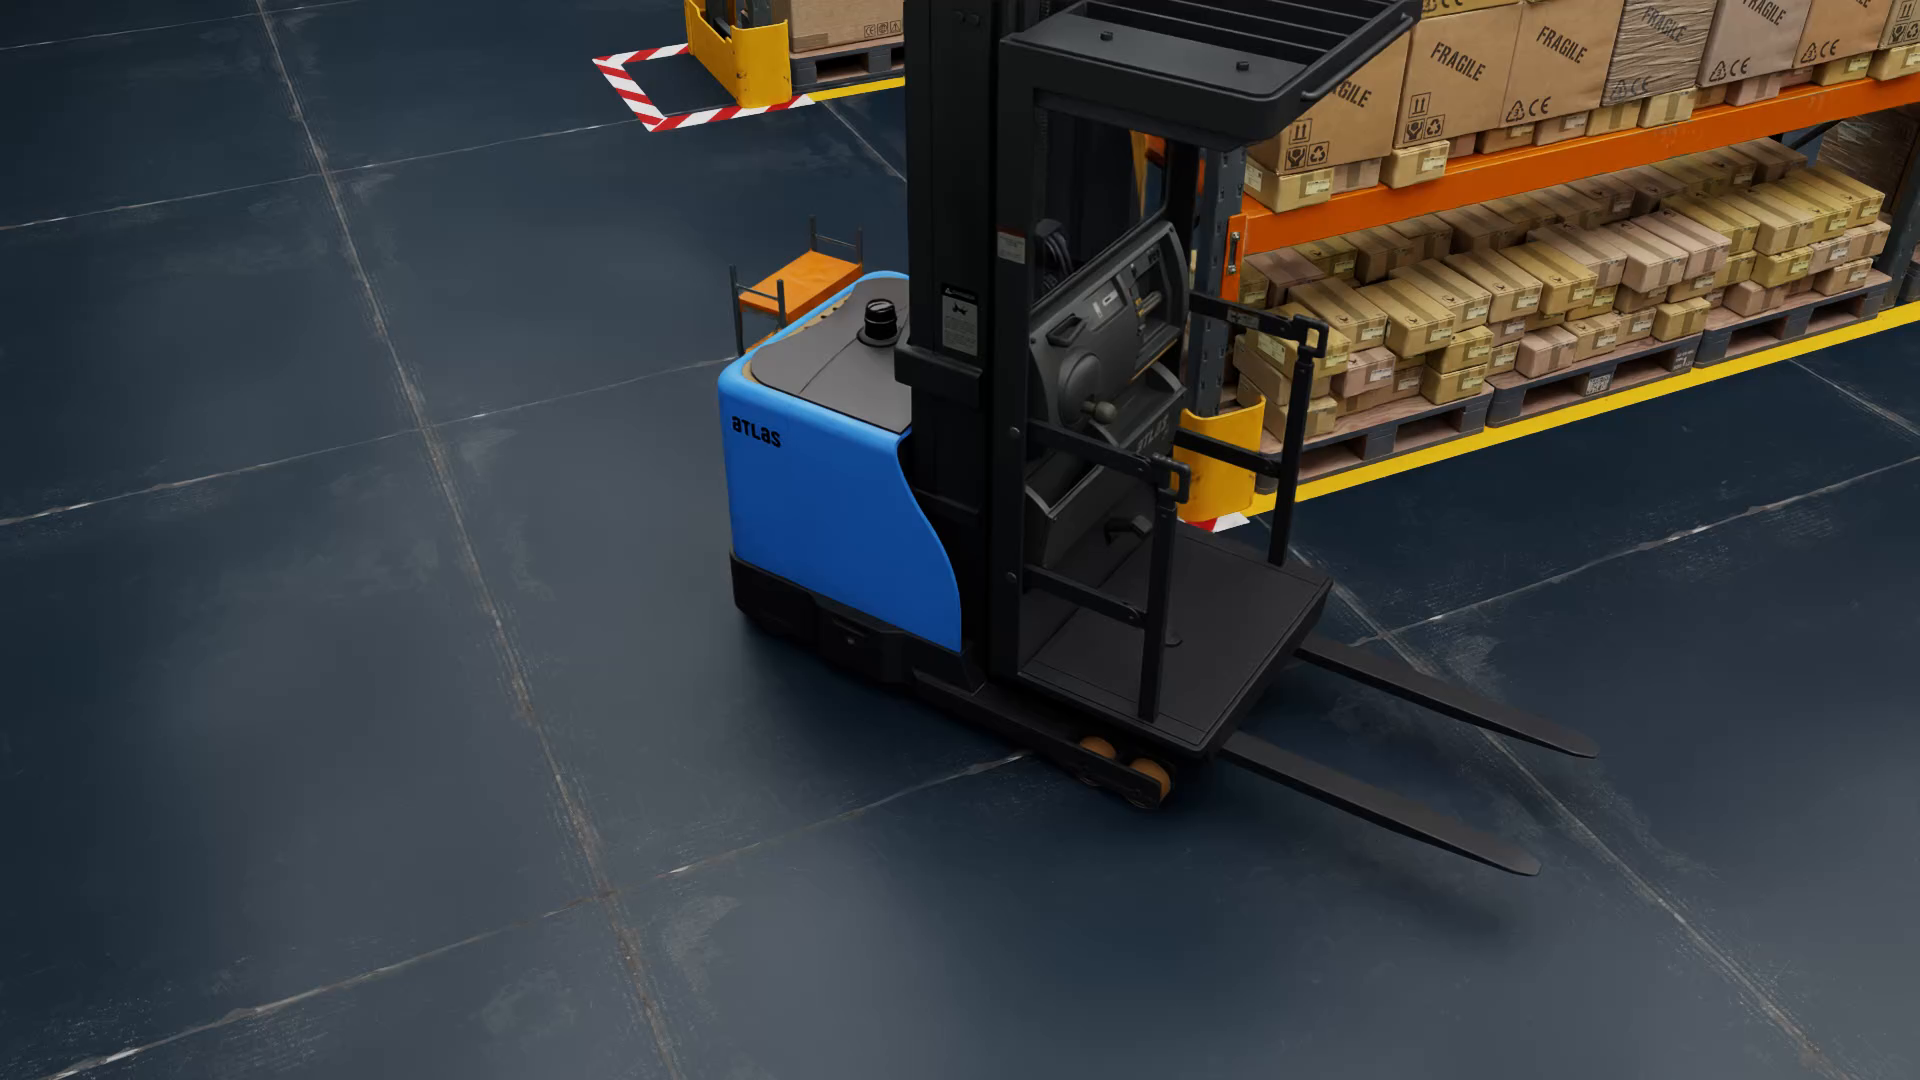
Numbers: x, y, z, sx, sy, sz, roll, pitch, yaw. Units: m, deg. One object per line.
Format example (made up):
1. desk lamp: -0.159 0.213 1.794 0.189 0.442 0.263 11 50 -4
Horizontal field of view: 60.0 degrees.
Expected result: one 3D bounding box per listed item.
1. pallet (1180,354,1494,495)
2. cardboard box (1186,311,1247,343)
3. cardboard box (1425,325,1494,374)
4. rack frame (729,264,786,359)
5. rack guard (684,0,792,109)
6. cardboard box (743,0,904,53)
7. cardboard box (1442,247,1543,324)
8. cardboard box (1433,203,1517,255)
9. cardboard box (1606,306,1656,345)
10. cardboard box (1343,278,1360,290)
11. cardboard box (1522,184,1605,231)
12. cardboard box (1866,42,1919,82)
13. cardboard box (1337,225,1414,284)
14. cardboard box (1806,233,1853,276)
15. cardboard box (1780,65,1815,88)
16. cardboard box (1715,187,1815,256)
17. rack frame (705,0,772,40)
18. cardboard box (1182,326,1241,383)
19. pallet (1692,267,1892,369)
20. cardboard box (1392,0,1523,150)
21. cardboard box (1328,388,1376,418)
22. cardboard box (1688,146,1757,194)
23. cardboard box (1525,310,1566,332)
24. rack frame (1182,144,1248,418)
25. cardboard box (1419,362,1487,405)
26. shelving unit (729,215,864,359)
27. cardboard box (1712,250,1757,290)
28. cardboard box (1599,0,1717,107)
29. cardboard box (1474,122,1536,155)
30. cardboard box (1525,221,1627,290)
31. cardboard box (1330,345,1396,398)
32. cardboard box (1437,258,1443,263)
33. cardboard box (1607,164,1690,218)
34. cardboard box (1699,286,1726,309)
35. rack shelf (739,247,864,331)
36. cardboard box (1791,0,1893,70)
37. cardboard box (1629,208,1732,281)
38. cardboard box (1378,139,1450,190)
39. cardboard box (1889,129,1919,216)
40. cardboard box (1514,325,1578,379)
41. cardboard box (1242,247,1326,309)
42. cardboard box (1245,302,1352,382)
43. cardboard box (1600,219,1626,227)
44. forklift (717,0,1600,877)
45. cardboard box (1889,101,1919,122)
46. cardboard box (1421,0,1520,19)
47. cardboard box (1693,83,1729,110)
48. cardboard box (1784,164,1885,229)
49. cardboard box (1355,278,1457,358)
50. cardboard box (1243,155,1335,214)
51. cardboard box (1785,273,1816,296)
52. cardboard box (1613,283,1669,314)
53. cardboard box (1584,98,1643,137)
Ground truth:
1. pallet: 1.594 -0.689 7.501 1.213 0.211 1.003 -16 39 -20
2. cardboard box: 1.132 -1.034 7.416 0.250 0.149 0.380 -17 40 -21
3. cardboard box: 2.093 -0.895 7.230 0.250 0.149 0.380 -14 39 -19
4. rack frame: -0.738 -0.490 6.401 0.240 1.200 0.015 21 41 26
5. rack guard: -1.441 -3.237 10.694 0.348 0.500 1.175 -16 39 -20
6. cardboard box: -0.865 -3.607 10.894 0.875 0.438 0.875 -17 40 -21
7. cardboard box: 2.319 -1.117 7.279 0.250 0.149 0.380 -14 39 -18
8. cardboard box: 2.346 -1.439 7.714 0.250 0.149 0.380 -17 40 -21
9. cardboard box: 2.984 -1.064 7.708 0.250 0.149 0.380 -15 39 -19
10. cardboard box: 1.601 -1.166 7.595 0.250 0.149 0.380 -17 40 -22
11. cardboard box: 2.811 -1.562 7.879 0.250 0.149 0.380 -17 40 -22
12. cardboard box: 4.050 -2.192 7.398 0.250 0.149 0.380 -17 40 -21
13. cardboard box: 1.840 -1.334 7.572 0.250 0.149 0.380 -17 40 -22
14. cardboard box: 4.006 -1.432 7.954 0.250 0.149 0.380 -18 40 -22
15. cardboard box: 3.520 -2.128 7.312 0.250 0.149 0.380 -17 40 -21
16. cardboard box: 3.748 -1.495 7.788 0.250 0.149 0.380 -16 39 -20
17. rack frame: -1.420 -4.247 9.958 0.127 3.000 1.000 -16 39 -20
18. cardboard box: 1.163 -0.872 7.449 0.250 0.149 0.380 -15 39 -19
19. pallet: 3.803 -1.306 8.334 1.213 0.211 1.003 -16 39 -20
20. cardboard box: 1.773 -1.876 6.428 0.500 0.500 0.500 -16 39 -20
21. cardboard box: 1.588 -0.697 7.212 0.250 0.149 0.380 -16 39 -20
22. cardboard box: 3.722 -1.865 8.287 0.250 0.149 0.380 -14 39 -18
23. cardboard box: 2.520 -1.105 7.512 0.250 0.149 0.380 -14 39 -18
24. rack frame: 0.775 -1.603 6.393 0.127 3.000 1.000 -16 39 -20
25. cardboard box: 2.087 -0.769 7.310 0.250 0.149 0.380 -15 39 -19
26. shelving unit: -0.606 -0.612 6.566 0.258 1.200 0.503 21 41 26
27. cardboard box: 3.503 -1.344 7.835 0.250 0.149 0.380 -15 39 -20
28. cardboard box: 2.680 -2.126 6.765 0.500 0.500 0.500 -17 40 -21
29. cardboard box: 2.119 -1.728 6.773 0.250 0.149 0.380 -16 39 -20
30. cardboard box: 2.764 -1.274 7.491 0.250 0.149 0.380 -16 39 -20
31. cardboard box: 1.630 -0.779 7.073 0.250 0.149 0.380 -16 39 -20
32. cardboard box: 2.065 -1.304 7.781 0.250 0.149 0.380 -15 39 -19
33. cardboard box: 3.287 -1.696 8.060 0.250 0.149 0.380 -17 40 -21
34. cardboard box: 3.413 -1.233 7.934 0.250 0.149 0.380 -17 40 -21
35. rack shelf: -0.608 -0.928 6.333 0.258 0.148 0.480 21 41 26
36. cardboard box: 3.608 -2.369 7.093 0.500 0.500 0.500 -17 40 -21
37. cardboard box: 3.274 -1.353 7.597 0.250 0.149 0.380 -18 40 -22
38. cardboard box: 1.687 -1.533 6.510 0.250 0.149 0.380 -17 40 -21
39. cardboard box: 5.178 -1.824 8.437 0.500 0.500 0.500 -14 39 -18
40. cardboard box: 2.540 -0.901 7.488 0.250 0.149 0.380 -18 40 -22
41. cardboard box: 1.399 -1.169 7.349 0.250 0.149 0.380 -15 39 -19
42. cardboard box: 1.394 -0.815 6.872 0.250 0.149 0.380 -17 40 -22
43. cardboard box: 3.031 -1.522 8.075 0.250 0.149 0.380 -14 39 -18
44. forklift: 0.655 -0.646 5.160 3.031 2.935 1.130 21 42 26
45. cardboard box: 4.963 -2.406 8.592 0.500 0.250 0.500 -17 40 -21
46. cardboard box: 1.748 -2.266 6.114 0.500 0.500 0.500 -14 39 -19
47. cardboard box: 3.053 -1.984 7.118 0.250 0.149 0.380 -16 40 -21
48. cardboard box: 4.185 -1.648 7.995 0.250 0.149 0.380 -15 39 -19
49. cardboard box: 1.875 -0.944 7.046 0.250 0.149 0.380 -16 39 -20
50. cardboard box: 1.208 -1.407 6.340 0.250 0.149 0.380 -16 39 -20
51. cardboard box: 3.915 -1.335 8.073 0.250 0.149 0.380 -15 39 -19
52. cardboard box: 3.029 -1.212 7.657 0.250 0.149 0.380 -17 40 -22
53. cardboard box: 2.598 -1.830 6.910 0.250 0.149 0.380 -14 39 -18
